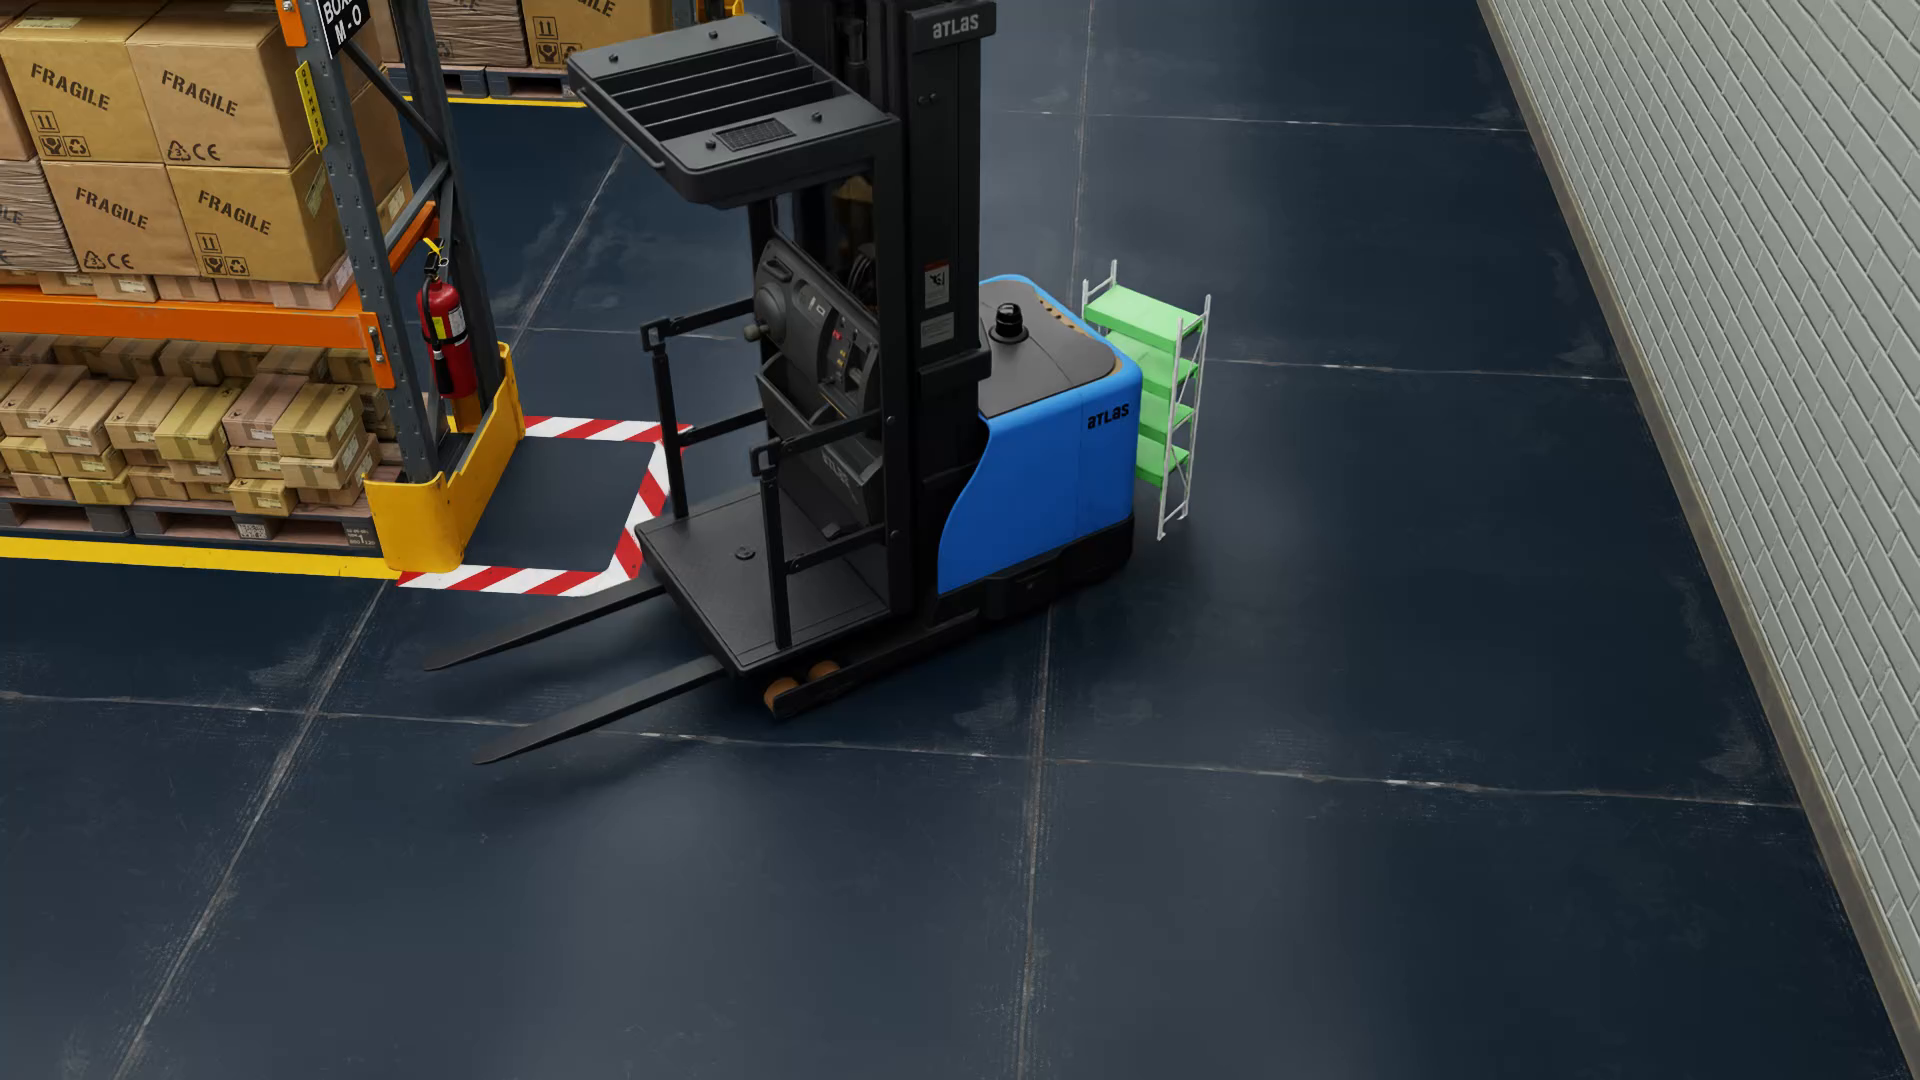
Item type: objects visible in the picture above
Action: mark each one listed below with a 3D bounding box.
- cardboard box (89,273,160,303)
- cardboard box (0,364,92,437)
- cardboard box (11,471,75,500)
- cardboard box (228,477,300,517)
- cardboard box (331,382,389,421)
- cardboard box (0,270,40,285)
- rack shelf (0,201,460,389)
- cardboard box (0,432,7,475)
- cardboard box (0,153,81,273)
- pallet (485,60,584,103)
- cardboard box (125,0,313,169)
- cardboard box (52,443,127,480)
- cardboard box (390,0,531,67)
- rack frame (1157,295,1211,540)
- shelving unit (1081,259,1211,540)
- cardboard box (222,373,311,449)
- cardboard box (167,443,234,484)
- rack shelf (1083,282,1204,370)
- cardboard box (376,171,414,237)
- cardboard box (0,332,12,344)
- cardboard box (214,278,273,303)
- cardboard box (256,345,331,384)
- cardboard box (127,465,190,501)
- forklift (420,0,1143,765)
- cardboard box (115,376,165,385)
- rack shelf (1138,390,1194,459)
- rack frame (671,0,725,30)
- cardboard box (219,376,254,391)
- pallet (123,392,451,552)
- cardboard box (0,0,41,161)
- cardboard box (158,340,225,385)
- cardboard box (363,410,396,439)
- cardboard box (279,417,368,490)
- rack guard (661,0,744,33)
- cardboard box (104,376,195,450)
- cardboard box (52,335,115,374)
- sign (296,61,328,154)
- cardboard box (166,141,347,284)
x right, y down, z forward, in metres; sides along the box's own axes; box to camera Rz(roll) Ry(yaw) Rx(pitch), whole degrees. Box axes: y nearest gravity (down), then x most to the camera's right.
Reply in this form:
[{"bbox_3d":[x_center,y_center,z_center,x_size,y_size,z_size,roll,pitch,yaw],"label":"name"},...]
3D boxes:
[{"bbox_3d":[-3.440,-1.164,7.003,0.250,0.149,0.380,4,39,5],"label":"cardboard box"},{"bbox_3d":[-4.180,-0.640,7.615,0.250,0.149,0.380,2,39,2],"label":"cardboard box"},{"bbox_3d":[-4.179,-0.362,7.744,0.250,0.149,0.380,4,39,5],"label":"cardboard box"},{"bbox_3d":[-3.146,-0.286,7.651,0.250,0.149,0.380,4,39,5],"label":"cardboard box"},{"bbox_3d":[-2.839,-0.744,7.978,0.250,0.149,0.380,5,39,6],"label":"cardboard box"},{"bbox_3d":[-3.964,-1.249,7.108,0.250,0.149,0.380,2,39,2],"label":"cardboard box"},{"bbox_3d":[-4.331,-1.211,7.432,4.000,0.370,1.077,3,39,4],"label":"rack shelf"},{"bbox_3d":[-4.455,-0.474,7.646,0.250,0.149,0.380,4,39,4],"label":"cardboard box"},{"bbox_3d":[-3.827,-1.451,6.841,0.500,0.500,0.500,3,39,4],"label":"cardboard box"},{"bbox_3d":[-2.614,-3.408,11.770,1.213,0.211,1.003,3,39,4],"label":"pallet"},{"bbox_3d":[-2.816,-1.792,6.468,0.500,0.500,0.500,2,39,3],"label":"cardboard box"},{"bbox_3d":[-3.924,-0.450,7.617,0.250,0.149,0.380,4,39,5],"label":"cardboard box"},{"bbox_3d":[-3.361,-3.868,11.476,0.875,0.875,0.875,3,39,4],"label":"cardboard box"},{"bbox_3d":[0.999,-0.527,7.447,0.015,1.200,0.240,26,46,29],"label":"rack frame"},{"bbox_3d":[0.807,-0.622,7.564,0.503,1.200,0.258,26,46,29],"label":"shelving unit"},{"bbox_3d":[-3.133,-0.588,7.551,0.250,0.149,0.380,4,39,5],"label":"cardboard box"},{"bbox_3d":[-3.407,-0.430,7.592,0.250,0.149,0.380,2,39,2],"label":"cardboard box"},{"bbox_3d":[0.807,-0.945,7.301,0.480,0.148,0.258,26,46,29],"label":"rack shelf"},{"bbox_3d":[-2.633,-1.508,7.425,0.250,0.149,0.380,3,39,3],"label":"cardboard box"},{"bbox_3d":[-4.641,-1.007,8.065,0.250,0.149,0.380,2,39,2],"label":"cardboard box"},{"bbox_3d":[-2.933,-1.161,6.999,0.250,0.149,0.380,3,39,4],"label":"cardboard box"},{"bbox_3d":[-3.116,-0.851,7.873,0.250,0.149,0.380,4,39,5],"label":"cardboard box"},{"bbox_3d":[-3.649,-0.360,7.742,0.250,0.149,0.380,4,39,4],"label":"cardboard box"},{"bbox_3d":[-0.741,-0.788,6.396,3.031,2.935,1.130,-21,44,-24],"label":"forklift"},{"bbox_3d":[-3.877,-0.789,8.033,0.250,0.149,0.380,1,39,2],"label":"cardboard box"},{"bbox_3d":[0.807,-0.573,7.604,0.480,0.148,0.258,26,46,29],"label":"rack shelf"},{"bbox_3d":[-1.810,-4.495,10.896,0.127,3.000,1.000,3,39,4],"label":"rack frame"},{"bbox_3d":[-3.358,-0.752,7.988,0.250,0.149,0.380,4,39,4],"label":"cardboard box"},{"bbox_3d":[-3.221,-0.370,8.038,1.213,0.211,1.003,3,39,4],"label":"pallet"},{"bbox_3d":[-3.840,-1.842,6.530,0.500,0.500,0.500,5,39,6],"label":"cardboard box"},{"bbox_3d":[-3.611,-0.906,7.942,0.250,0.149,0.380,1,39,2],"label":"cardboard box"},{"bbox_3d":[-2.833,-0.668,8.121,0.250,0.149,0.380,4,39,5],"label":"cardboard box"},{"bbox_3d":[-2.889,-0.403,7.559,0.250,0.149,0.380,2,39,3],"label":"cardboard box"},{"bbox_3d":[-1.786,-3.524,11.684,0.348,0.500,1.175,3,39,4],"label":"rack guard"},{"bbox_3d":[-3.655,-0.577,7.537,0.250,0.149,0.380,2,39,2],"label":"cardboard box"},{"bbox_3d":[-4.144,-0.971,8.021,0.250,0.149,0.380,4,39,5],"label":"cardboard box"},{"bbox_3d":[-2.407,-1.605,6.178,0.005,0.325,0.100,3,39,4],"label":"sign"},{"bbox_3d":[-2.809,-1.398,6.777,0.500,0.500,0.500,4,39,5],"label":"cardboard box"}]
